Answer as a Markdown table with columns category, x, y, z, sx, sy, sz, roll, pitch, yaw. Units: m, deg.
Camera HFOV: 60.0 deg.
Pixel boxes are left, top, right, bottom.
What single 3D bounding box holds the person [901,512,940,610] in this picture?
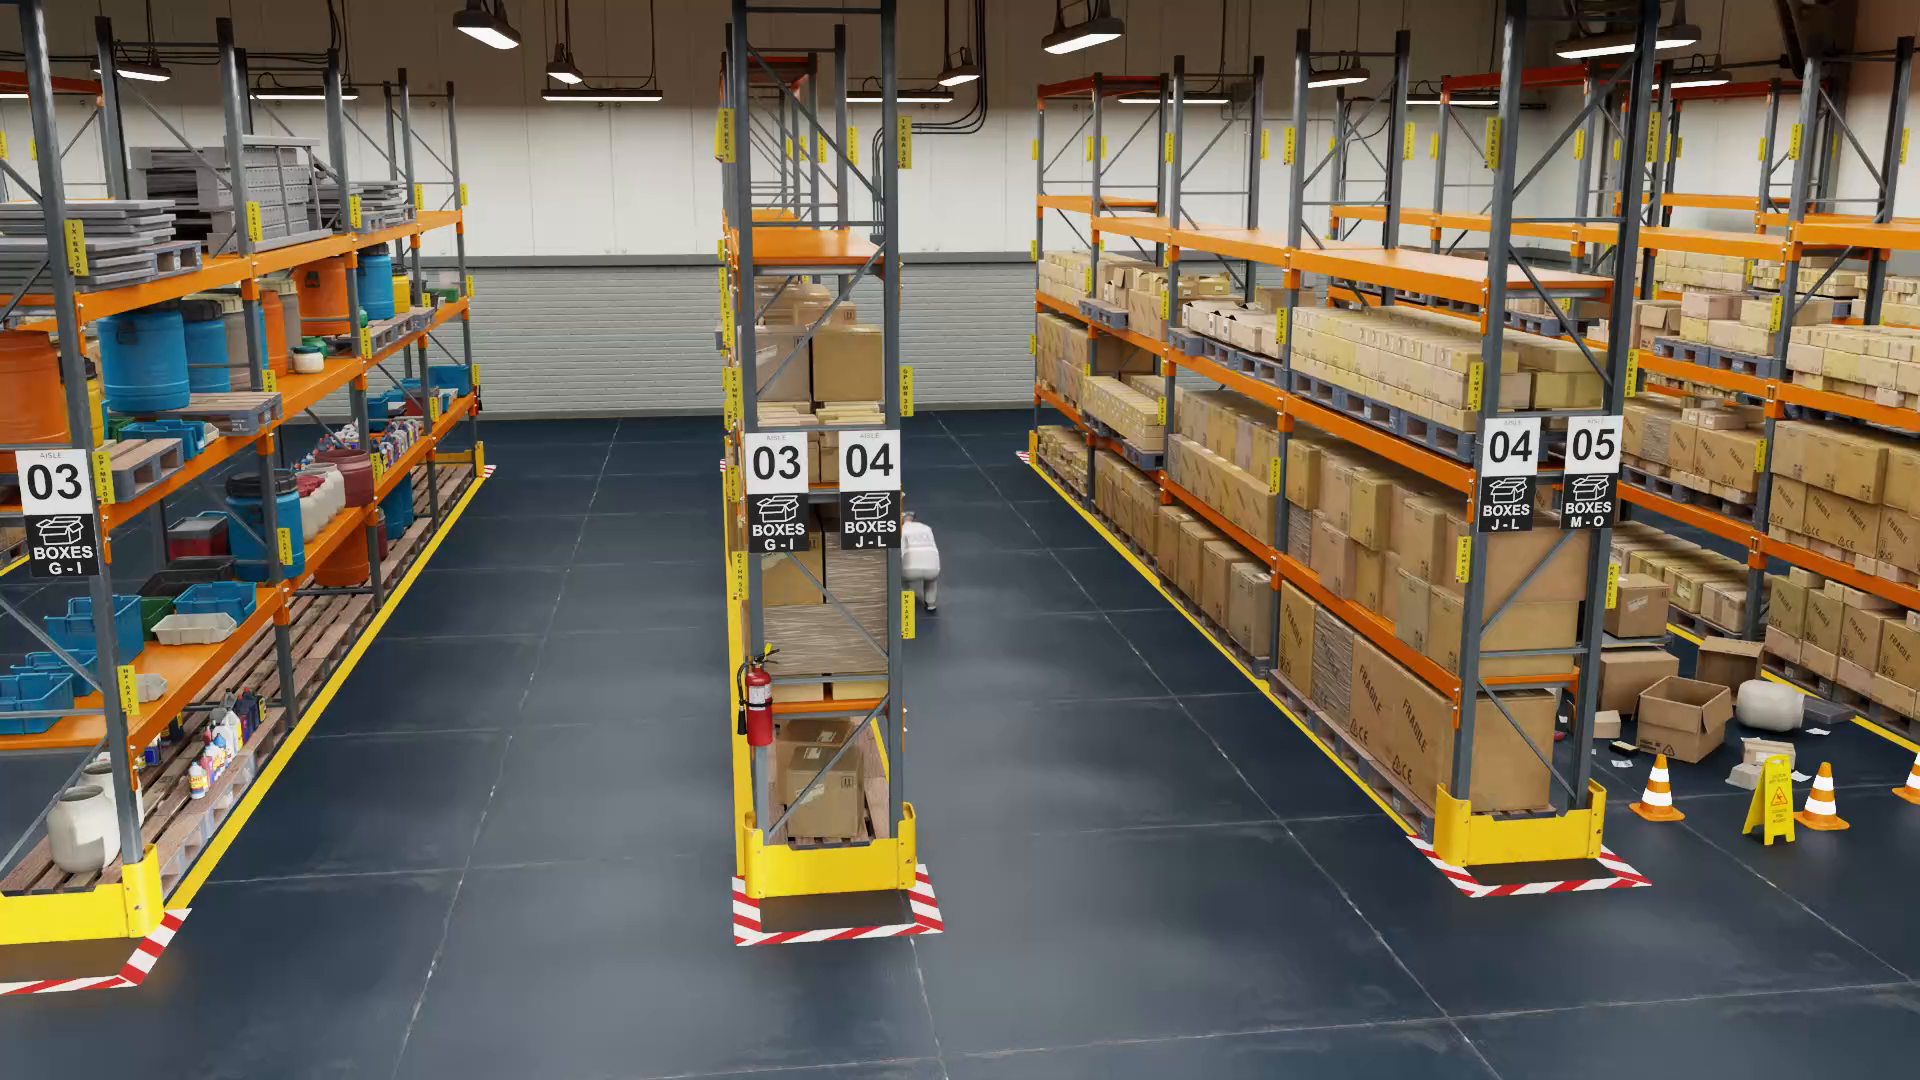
| category | x | y | z | sx | sy | sz | roll | pitch | yaw |
| --- | --- | --- | --- | --- | --- | --- | --- | --- | --- |
| person | -0.506 | 0.237 | 18.595 | 0.533 | 1.022 | 0.932 | -2 | 13 | -10 |
